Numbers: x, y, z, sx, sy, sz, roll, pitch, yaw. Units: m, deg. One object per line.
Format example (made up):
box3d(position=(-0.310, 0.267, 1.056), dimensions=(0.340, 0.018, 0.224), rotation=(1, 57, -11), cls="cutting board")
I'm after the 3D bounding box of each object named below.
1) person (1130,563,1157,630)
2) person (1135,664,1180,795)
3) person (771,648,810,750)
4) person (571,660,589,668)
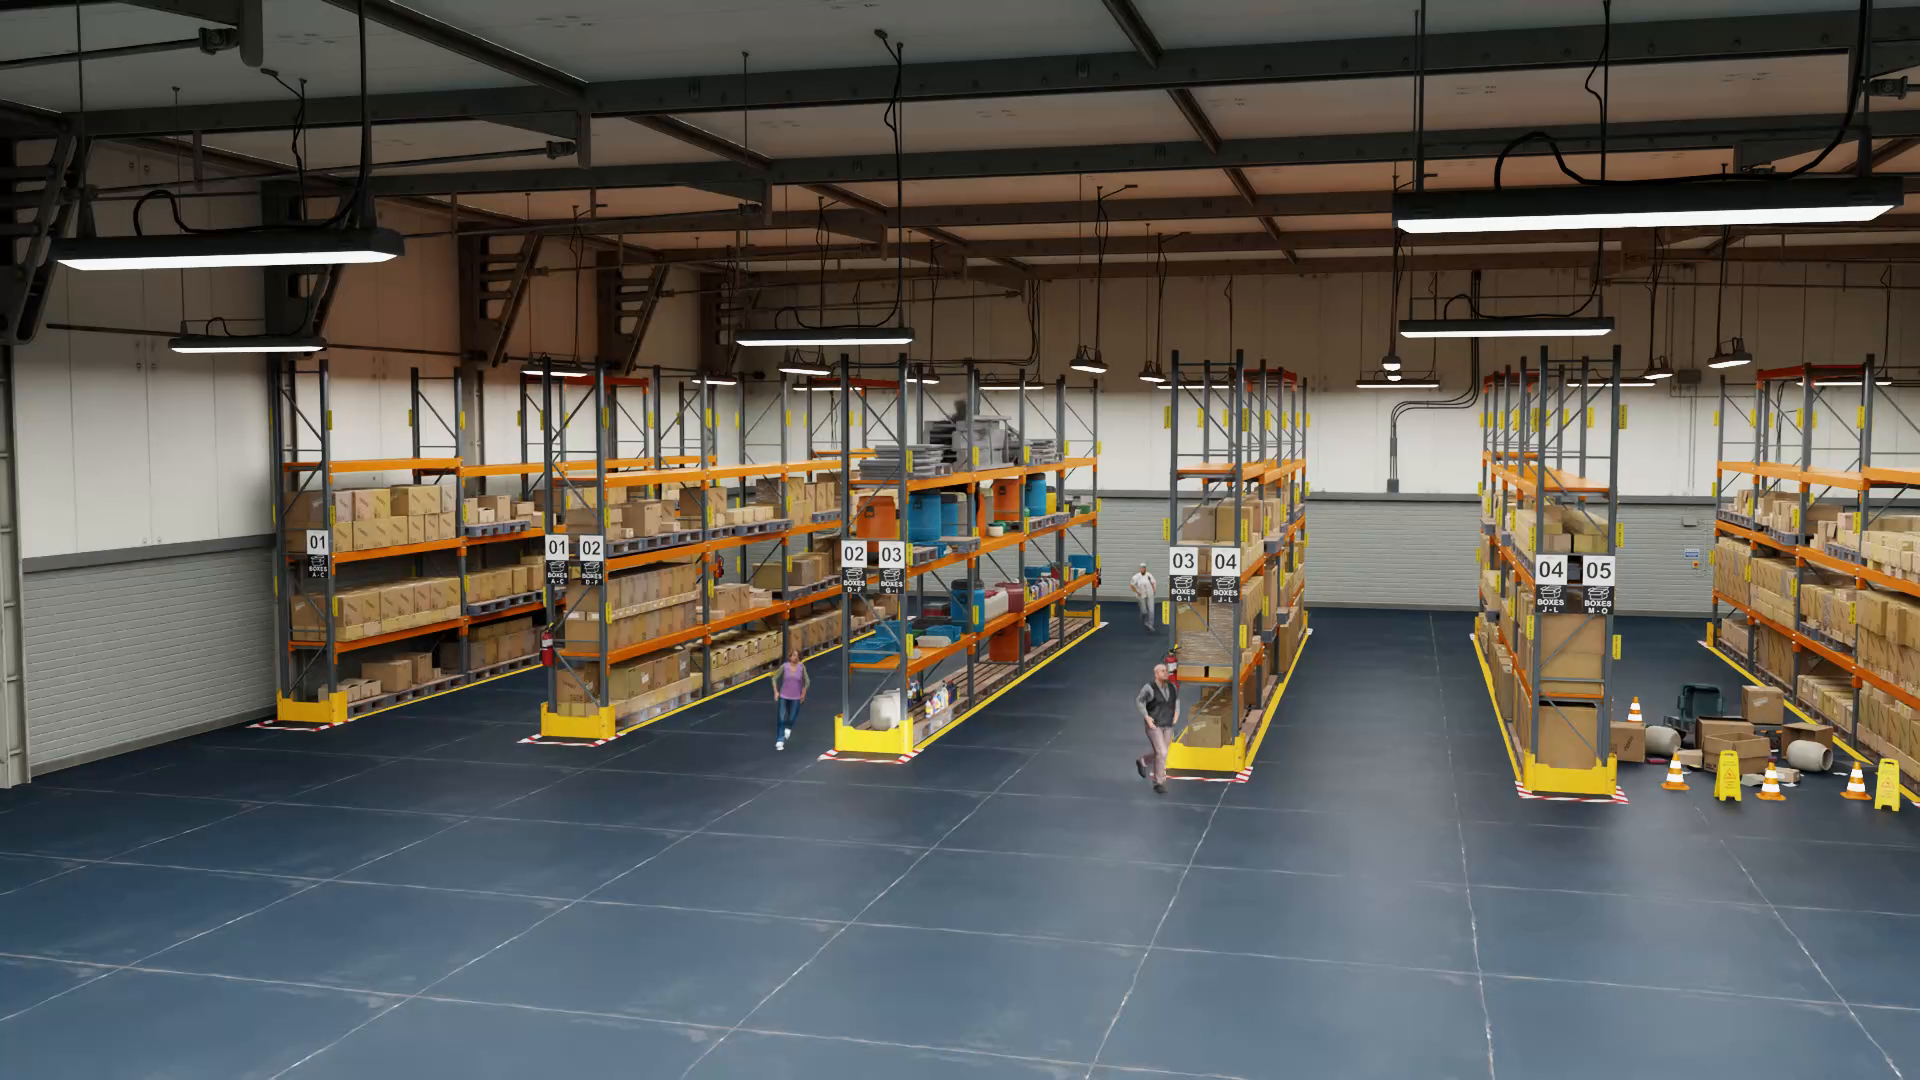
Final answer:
box3d(position=(4.399, 1.357, 39.704), dimensions=(0.625, 1.594, 0.592), rotation=(-1, 4, -8), cls="person")
box3d(position=(2.672, 2.529, 22.589), dimensions=(0.670, 1.732, 0.790), rotation=(-2, 5, -29), cls="person")
box3d(position=(-2.590, 2.433, 25.424), dimensions=(0.587, 1.528, 0.501), rotation=(0, 4, -4), cls="person")
box3d(position=(-7.076, 1.914, 31.178), dimensions=(0.549, 1.755, 0.781), rotation=(0, 4, 4), cls="person")
